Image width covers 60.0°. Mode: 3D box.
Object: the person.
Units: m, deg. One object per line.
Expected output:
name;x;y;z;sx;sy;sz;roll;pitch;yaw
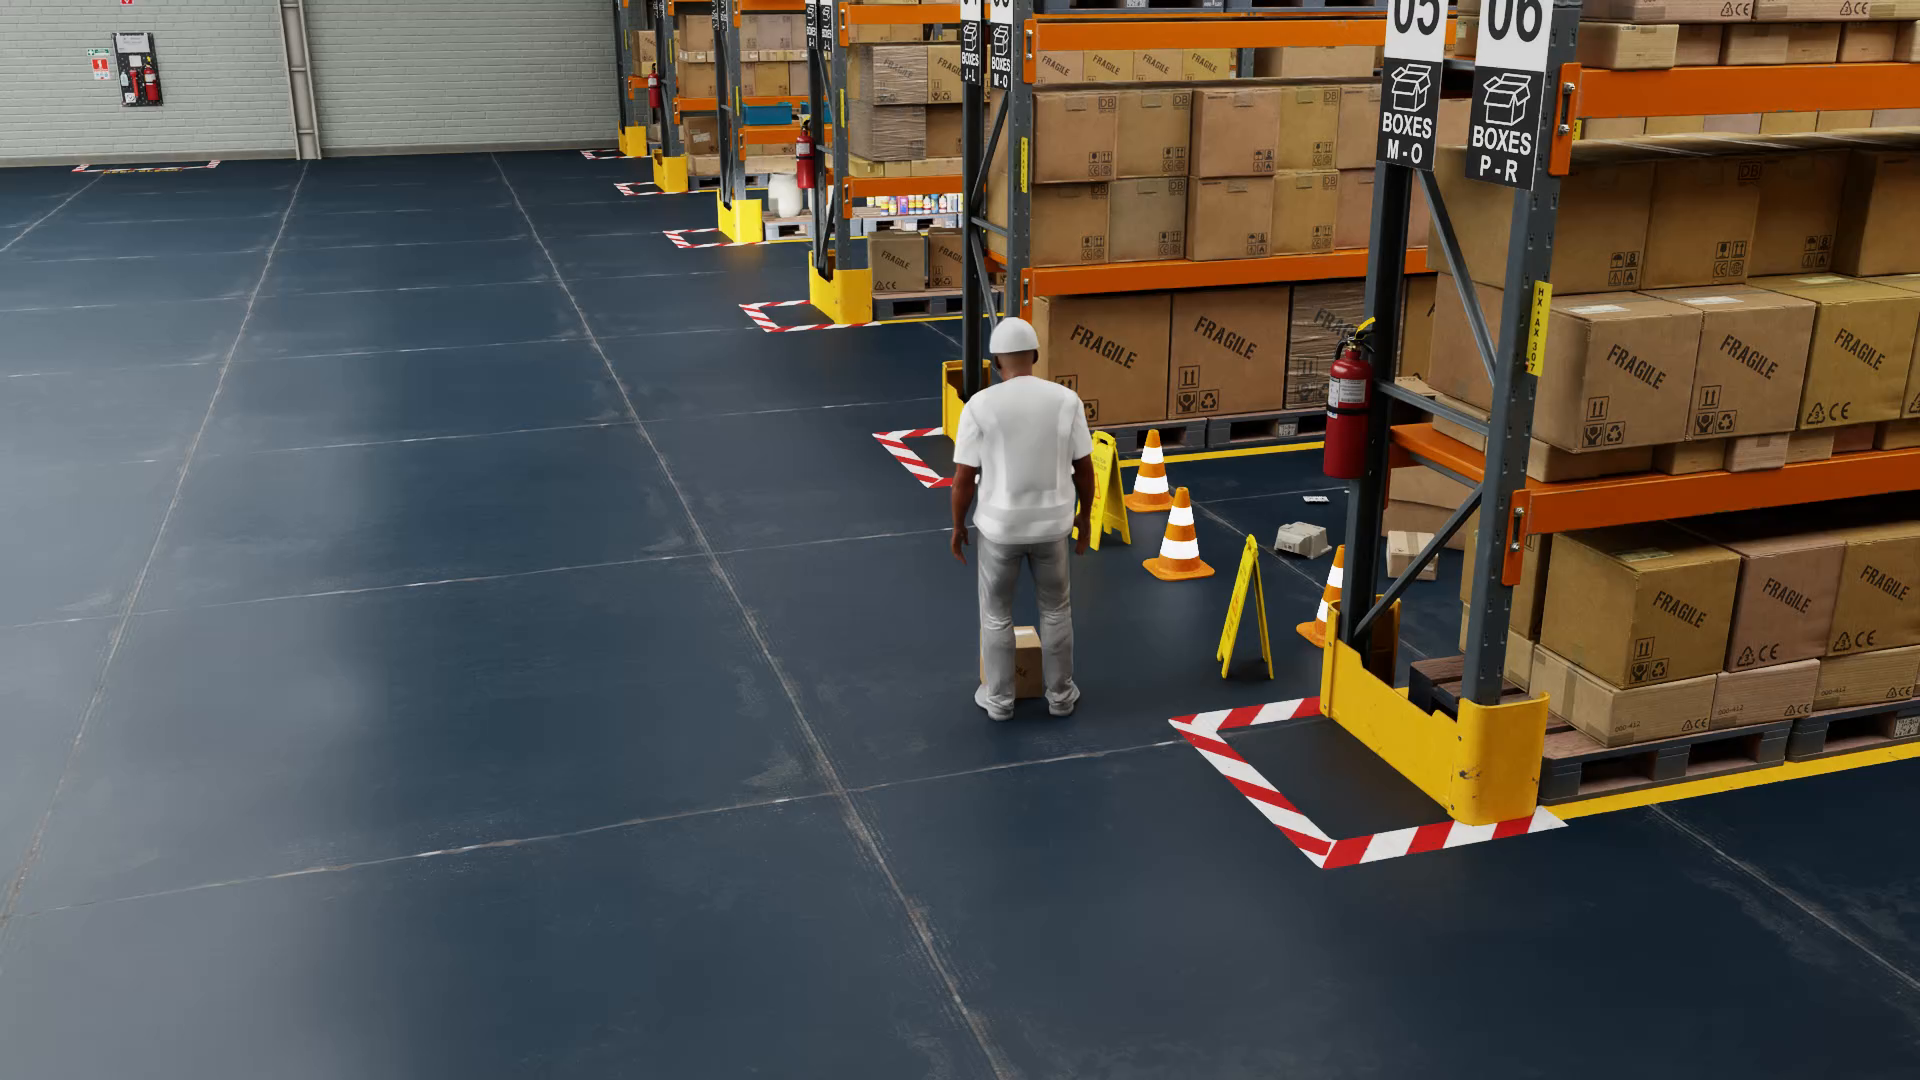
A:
person;0.264;-0.078;7.134;0.629;1.759;0.460;-3;19;-9
